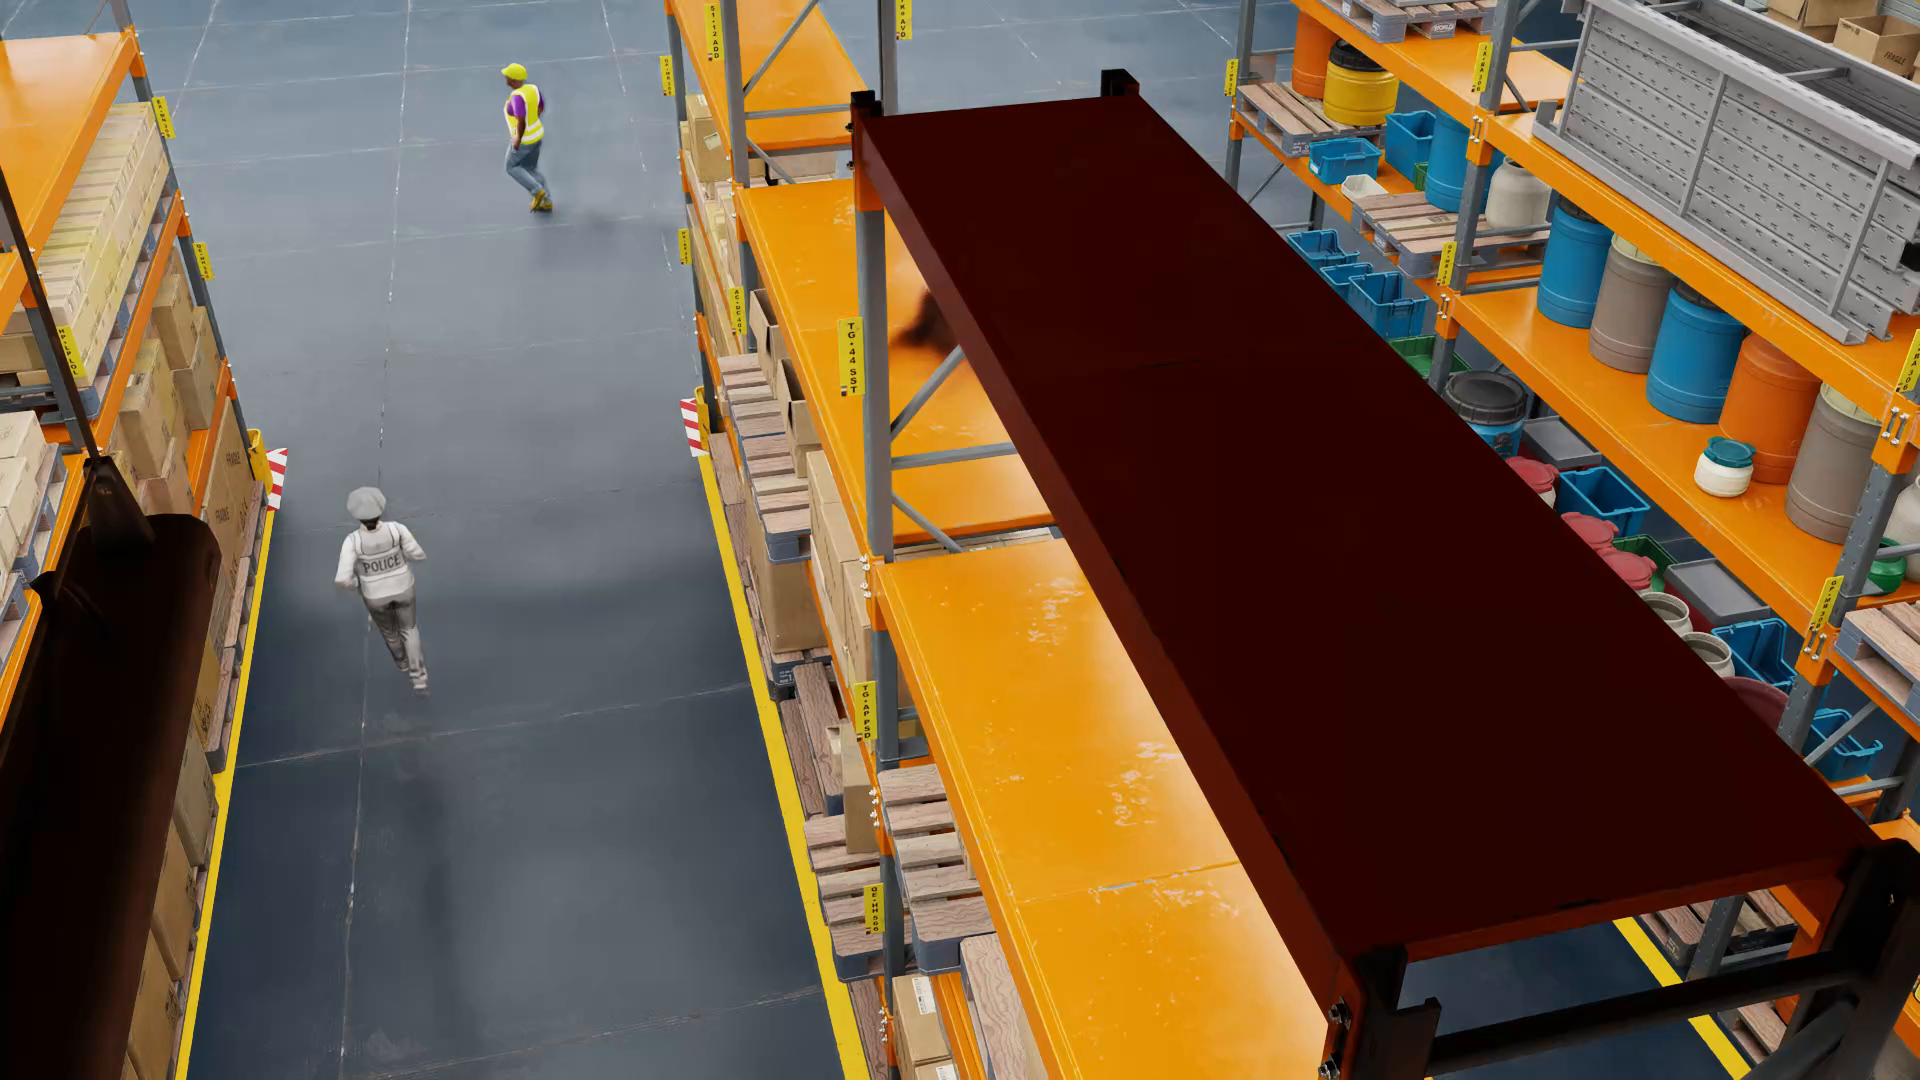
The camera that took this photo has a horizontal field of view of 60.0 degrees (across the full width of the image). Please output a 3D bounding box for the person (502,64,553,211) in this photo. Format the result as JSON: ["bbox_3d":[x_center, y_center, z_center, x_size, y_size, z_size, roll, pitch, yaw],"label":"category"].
[{"bbox_3d":[-5.109,-4.715,19.435,0.568,1.726,0.702,12,36,17],"label":"person"}]

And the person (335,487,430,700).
[{"bbox_3d":[-3.994,0.348,11.567,0.618,1.662,0.803,-15,37,-21],"label":"person"}]
